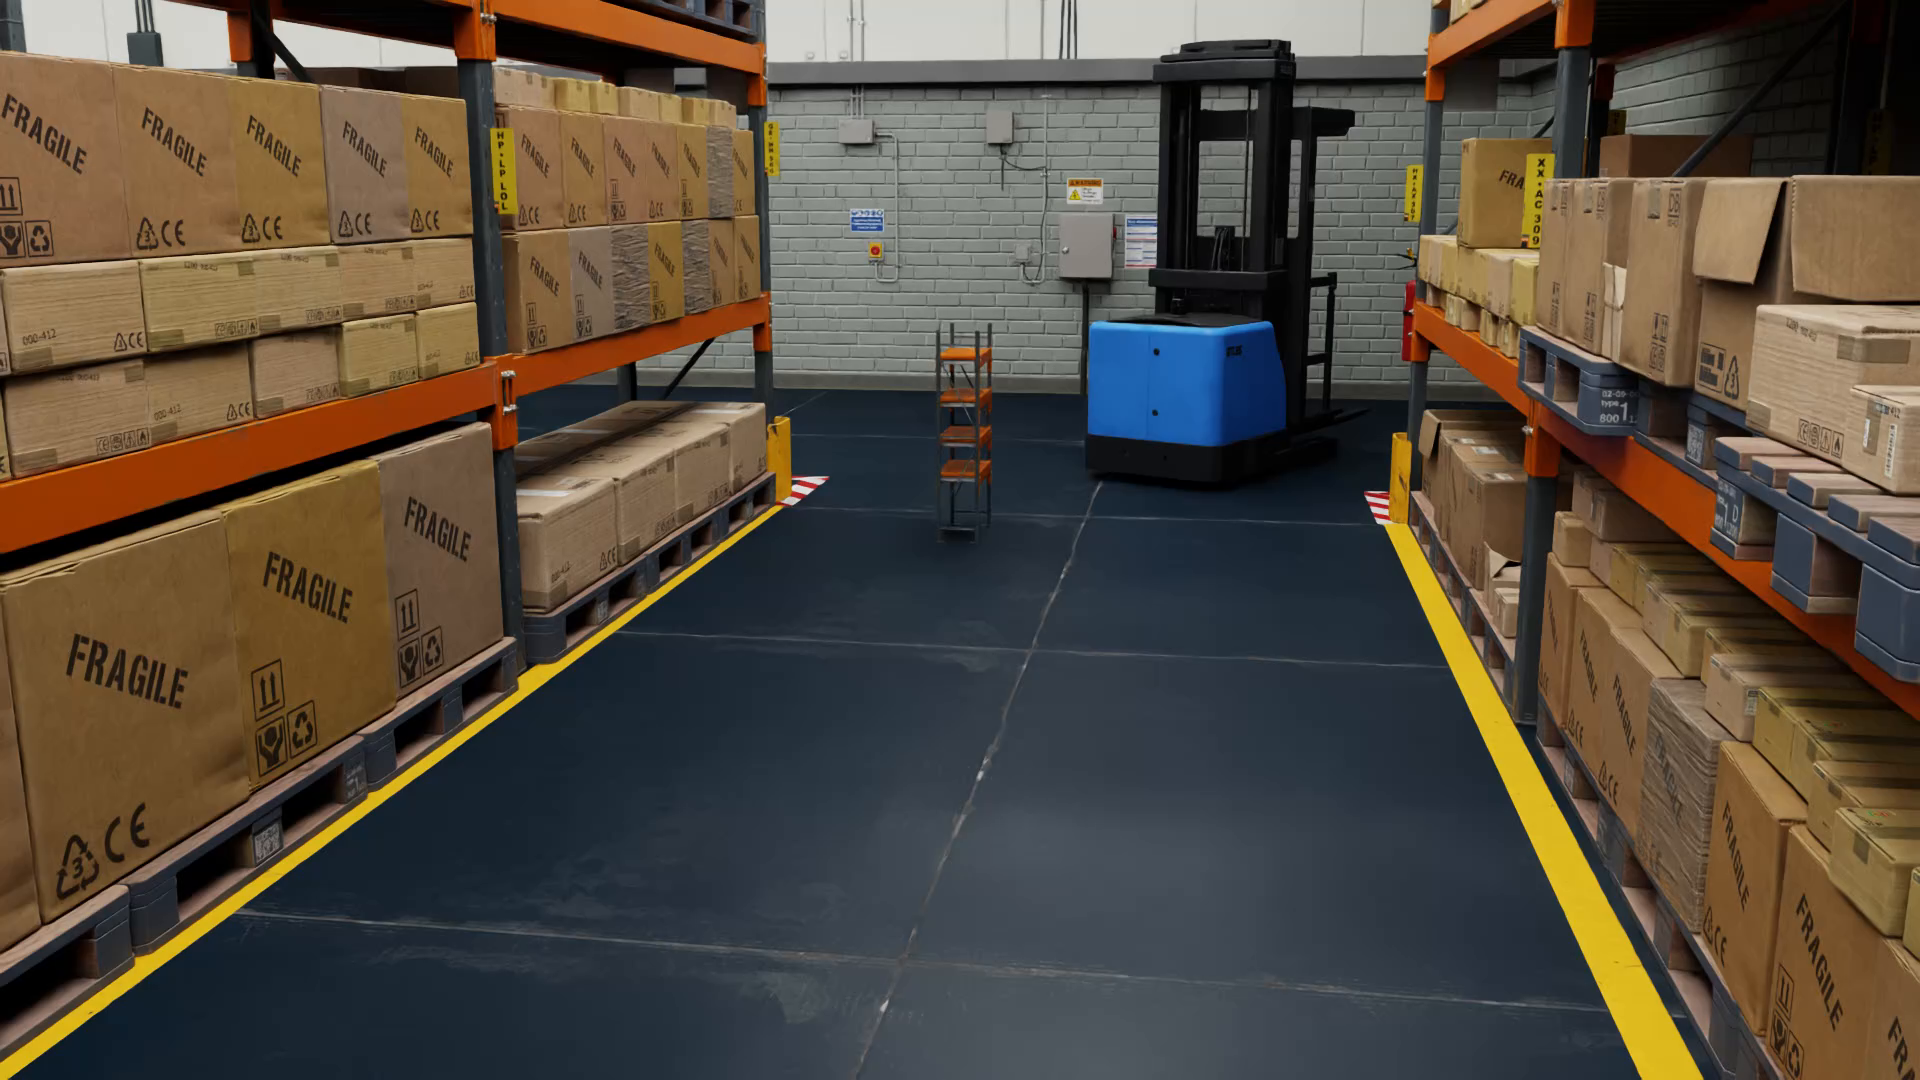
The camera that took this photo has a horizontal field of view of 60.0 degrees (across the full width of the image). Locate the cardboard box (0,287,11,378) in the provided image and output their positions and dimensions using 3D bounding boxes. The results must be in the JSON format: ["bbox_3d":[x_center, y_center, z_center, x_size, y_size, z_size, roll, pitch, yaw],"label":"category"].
[{"bbox_3d":[-2.528,-0.467,3.708,0.500,0.250,0.500,2,12,10],"label":"cardboard box"}]

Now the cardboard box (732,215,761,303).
[{"bbox_3d":[-1.513,-1.696,10.004,0.500,0.500,0.500,2,12,9],"label":"cardboard box"}]

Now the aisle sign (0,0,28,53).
[{"bbox_3d":[-6.299,-3.171,10.919,0.394,0.787,0.004,2,12,9],"label":"aisle sign"}]

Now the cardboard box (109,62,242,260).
[{"bbox_3d":[-2.371,-1.039,4.582,0.500,0.500,0.500,2,12,10],"label":"cardboard box"}]

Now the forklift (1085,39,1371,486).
[{"bbox_3d":[2.133,-2.052,12.056,1.130,2.935,3.031,9,15,35],"label":"forklift"}]

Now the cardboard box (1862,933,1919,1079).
[{"bbox_3d":[1.827,0.991,2.710,0.500,0.500,0.500,2,12,10],"label":"cardboard box"}]

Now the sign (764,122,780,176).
[{"bbox_3d":[-1.166,-2.417,10.279,0.100,0.325,0.005,2,12,9],"label":"sign"}]

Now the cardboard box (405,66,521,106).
[{"bbox_3d":[-2.010,-1.835,6.739,0.380,0.149,0.250,2,12,8],"label":"cardboard box"}]

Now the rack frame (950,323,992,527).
[{"bbox_3d":[0.063,-0.672,9.763,0.240,1.200,0.015,2,12,9],"label":"rack frame"}]

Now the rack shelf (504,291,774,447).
[{"bbox_3d":[-2.008,-0.988,8.664,1.077,0.370,4.000,2,12,9],"label":"rack shelf"}]

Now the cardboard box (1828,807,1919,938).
[{"bbox_3d":[1.812,0.600,2.985,0.380,0.149,0.250,1,12,6],"label":"cardboard box"}]

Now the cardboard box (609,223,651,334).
[{"bbox_3d":[-1.820,-1.269,8.025,0.500,0.500,0.500,2,12,9],"label":"cardboard box"}]

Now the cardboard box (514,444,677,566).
[{"bbox_3d":[-1.976,-0.190,8.338,0.875,0.438,0.875,2,12,7],"label":"cardboard box"}]

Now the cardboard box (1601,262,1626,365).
[{"bbox_3d":[1.997,-0.626,4.600,0.396,0.266,0.258,2,12,11],"label":"cardboard box"}]

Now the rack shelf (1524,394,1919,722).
[{"bbox_3d":[2.282,0.005,4.058,1.077,0.370,4.000,2,12,9],"label":"rack shelf"}]

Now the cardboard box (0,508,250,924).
[{"bbox_3d":[-2.601,0.416,4.488,0.875,0.875,0.875,2,12,9],"label":"cardboard box"}]

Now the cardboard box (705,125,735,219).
[{"bbox_3d":[-1.591,-2.076,9.394,0.500,0.500,0.500,2,12,9],"label":"cardboard box"}]

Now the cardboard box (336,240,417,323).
[{"bbox_3d":[-2.213,-0.890,5.674,0.500,0.250,0.500,2,12,10],"label":"cardboard box"}]

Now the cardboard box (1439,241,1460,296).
[{"bbox_3d":[2.717,-1.372,8.387,0.500,0.250,0.500,2,12,8],"label":"cardboard box"}]

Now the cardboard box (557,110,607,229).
[{"bbox_3d":[-1.919,-1.657,7.451,0.500,0.500,0.500,2,12,8],"label":"cardboard box"}]

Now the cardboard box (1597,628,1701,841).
[{"bbox_3d":[2.140,0.562,4.703,0.500,0.500,0.500,2,12,7],"label":"cardboard box"}]

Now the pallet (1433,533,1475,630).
[{"bbox_3d":[2.882,0.203,8.053,1.003,0.211,1.213,2,12,9],"label":"pallet"}]

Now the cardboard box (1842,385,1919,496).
[{"bbox_3d":[1.696,-0.162,2.725,0.380,0.149,0.250,2,12,10],"label":"cardboard box"}]

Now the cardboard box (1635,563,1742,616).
[{"bbox_3d":[2.249,0.174,4.963,0.380,0.149,0.250,2,12,8],"label":"cardboard box"}]

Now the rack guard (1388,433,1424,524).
[{"bbox_3d":[3.193,-0.358,9.968,1.175,0.500,0.348,2,12,9],"label":"rack guard"}]

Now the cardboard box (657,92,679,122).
[{"bbox_3d":[-1.700,-2.262,8.719,0.380,0.149,0.250,2,12,10],"label":"cardboard box"}]

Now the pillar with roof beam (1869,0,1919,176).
[{"bbox_3d":[-0.666,-3.951,6.466,9.100,9.000,0.400,2,12,9],"label":"pillar with roof beam"}]

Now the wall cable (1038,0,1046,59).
[{"bbox_3d":[-0.361,-5.857,15.310,2.355,3.000,0.029,2,12,9],"label":"wall cable"}]

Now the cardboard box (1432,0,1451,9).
[{"bbox_3d":[2.867,-3.051,9.059,0.500,0.250,0.500,2,12,8],"label":"cardboard box"}]

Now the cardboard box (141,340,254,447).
[{"bbox_3d":[-2.386,-0.430,4.726,0.500,0.250,0.500,2,12,9],"label":"cardboard box"}]

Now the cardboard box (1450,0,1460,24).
[{"bbox_3d":[2.715,-2.724,8.488,0.380,0.149,0.250,2,12,10],"label":"cardboard box"}]

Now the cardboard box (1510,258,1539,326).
[{"bbox_3d":[2.427,-0.949,6.427,0.500,0.250,0.500,2,12,10],"label":"cardboard box"}]

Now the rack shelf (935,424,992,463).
[{"bbox_3d":[0.025,-0.555,9.541,0.258,0.148,0.480,2,12,9],"label":"rack shelf"}]

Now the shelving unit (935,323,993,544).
[{"bbox_3d":[0.025,-0.621,9.527,0.258,1.200,0.503,2,12,9],"label":"shelving unit"}]

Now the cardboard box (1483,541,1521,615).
[{"bbox_3d":[2.440,0.168,7.085,0.396,0.266,0.258,2,12,11],"label":"cardboard box"}]

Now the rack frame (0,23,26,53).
[{"bbox_3d":[-6.607,-1.895,11.167,1.000,3.000,0.127,2,12,9],"label":"rack frame"}]

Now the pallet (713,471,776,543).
[{"bbox_3d":[-1.746,-0.224,10.030,1.003,0.211,1.213,2,12,9],"label":"pallet"}]

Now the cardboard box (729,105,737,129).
[{"bbox_3d":[-1.558,-2.529,9.960,0.380,0.149,0.250,2,12,9],"label":"cardboard box"}]

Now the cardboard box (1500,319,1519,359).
[{"bbox_3d":[2.424,-0.825,6.796,0.380,0.149,0.250,2,12,10],"label":"cardboard box"}]

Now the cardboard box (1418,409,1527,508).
[{"bbox_3d":[3.017,-0.456,9.420,0.797,0.503,0.637,1,12,6],"label":"cardboard box"}]

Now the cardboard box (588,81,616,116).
[{"bbox_3d":[-1.821,-2.048,7.725,0.380,0.149,0.250,2,12,7],"label":"cardboard box"}]

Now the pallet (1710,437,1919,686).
[{"bbox_3d":[2.009,0.020,2.736,1.213,0.211,1.003,2,12,9],"label":"pallet"}]

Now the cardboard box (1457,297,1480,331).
[{"bbox_3d":[2.616,-1.091,8.034,0.380,0.149,0.250,2,12,10],"label":"cardboard box"}]

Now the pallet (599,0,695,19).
[{"bbox_3d":[-1.989,-2.769,8.314,1.003,0.211,1.213,2,12,9],"label":"pallet"}]

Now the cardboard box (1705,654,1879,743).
[{"bbox_3d":[2.032,0.383,3.993,0.380,0.149,0.250,1,12,6],"label":"cardboard box"}]

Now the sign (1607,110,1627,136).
[{"bbox_3d":[3.750,-2.294,9.520,0.100,0.325,0.005,2,12,9],"label":"sign"}]
